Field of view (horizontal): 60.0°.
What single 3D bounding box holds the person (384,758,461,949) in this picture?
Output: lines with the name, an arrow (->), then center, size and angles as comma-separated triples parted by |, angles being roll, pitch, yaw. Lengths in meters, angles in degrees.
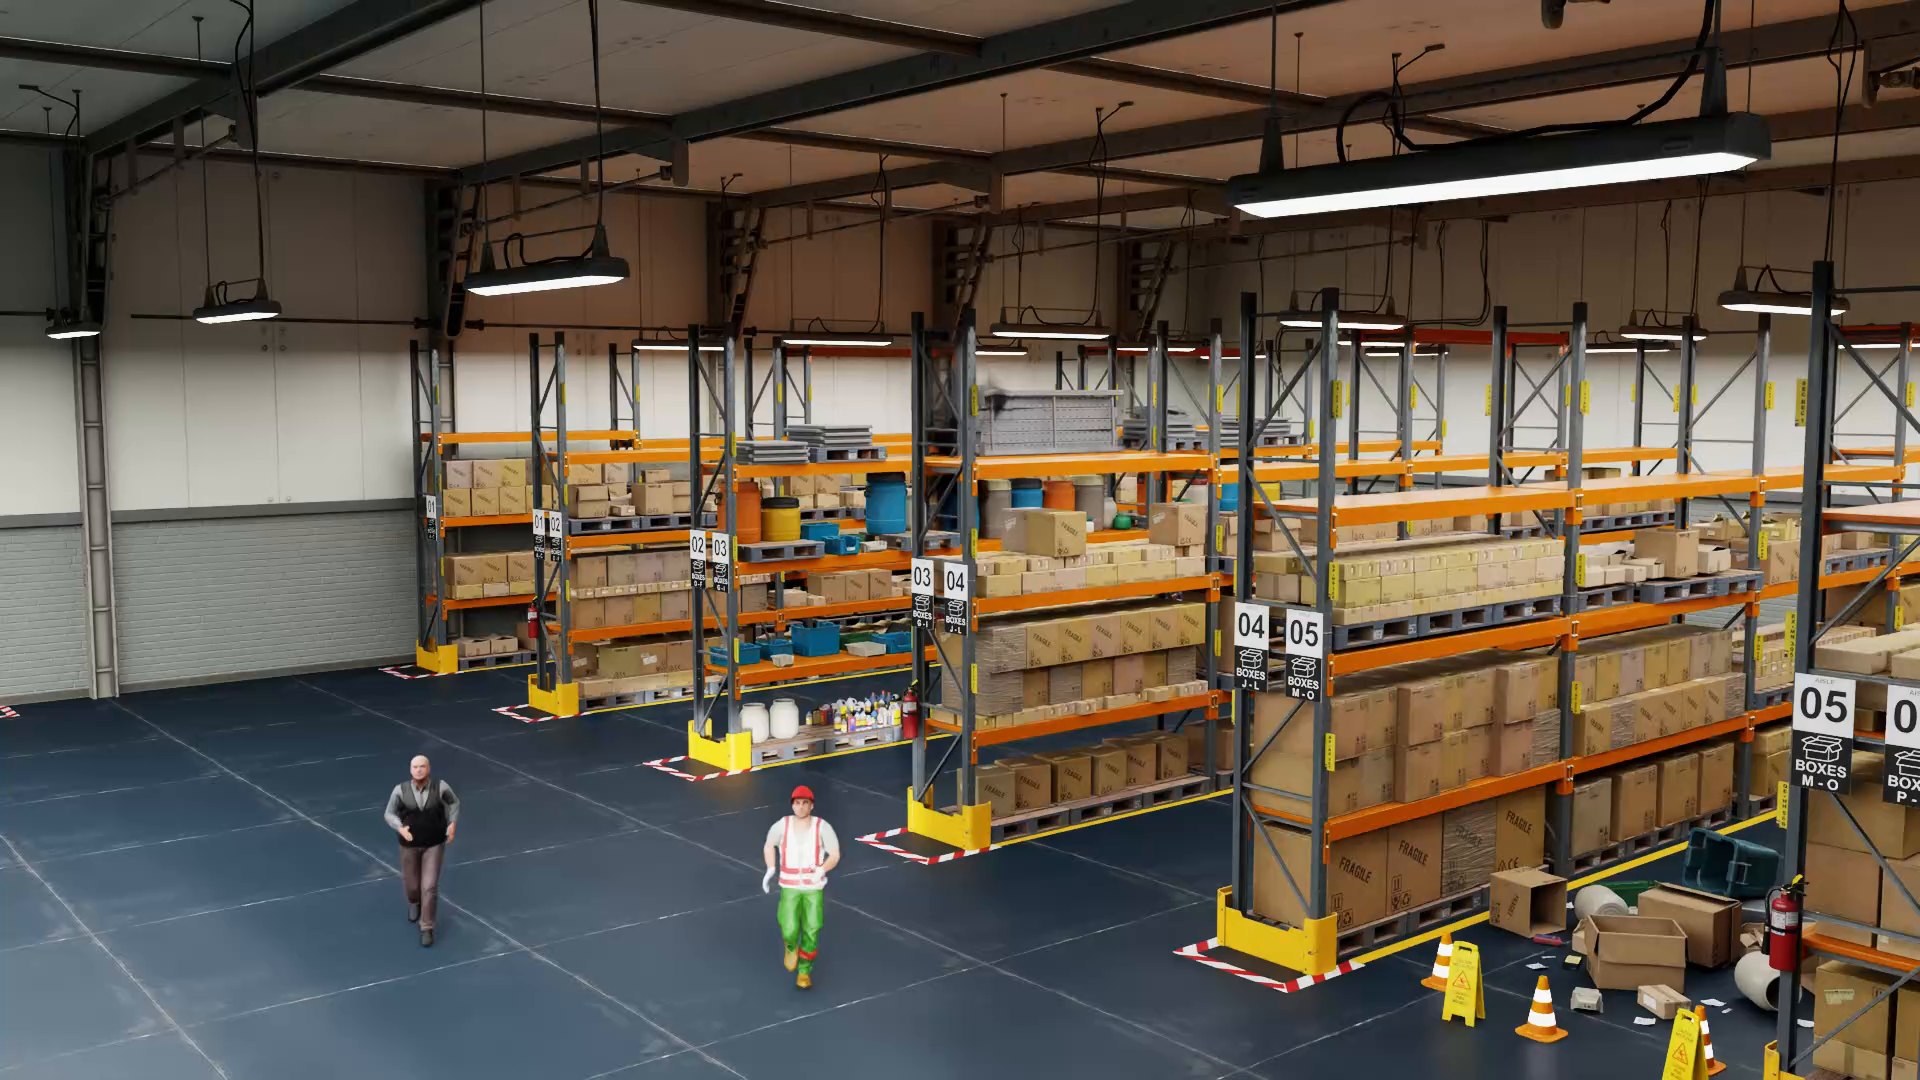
person -> -5.029, 2.882, 15.595 | 0.684, 1.722, 0.764 | -1, 5, -16

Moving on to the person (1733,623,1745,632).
person -> 11.343, 2.080, 24.213 | 0.933, 1.747, 0.678 | -5, 7, -42

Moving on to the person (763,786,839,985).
person -> -1.359, 2.975, 14.193 | 0.654, 1.743, 0.607 | 0, 5, -3
